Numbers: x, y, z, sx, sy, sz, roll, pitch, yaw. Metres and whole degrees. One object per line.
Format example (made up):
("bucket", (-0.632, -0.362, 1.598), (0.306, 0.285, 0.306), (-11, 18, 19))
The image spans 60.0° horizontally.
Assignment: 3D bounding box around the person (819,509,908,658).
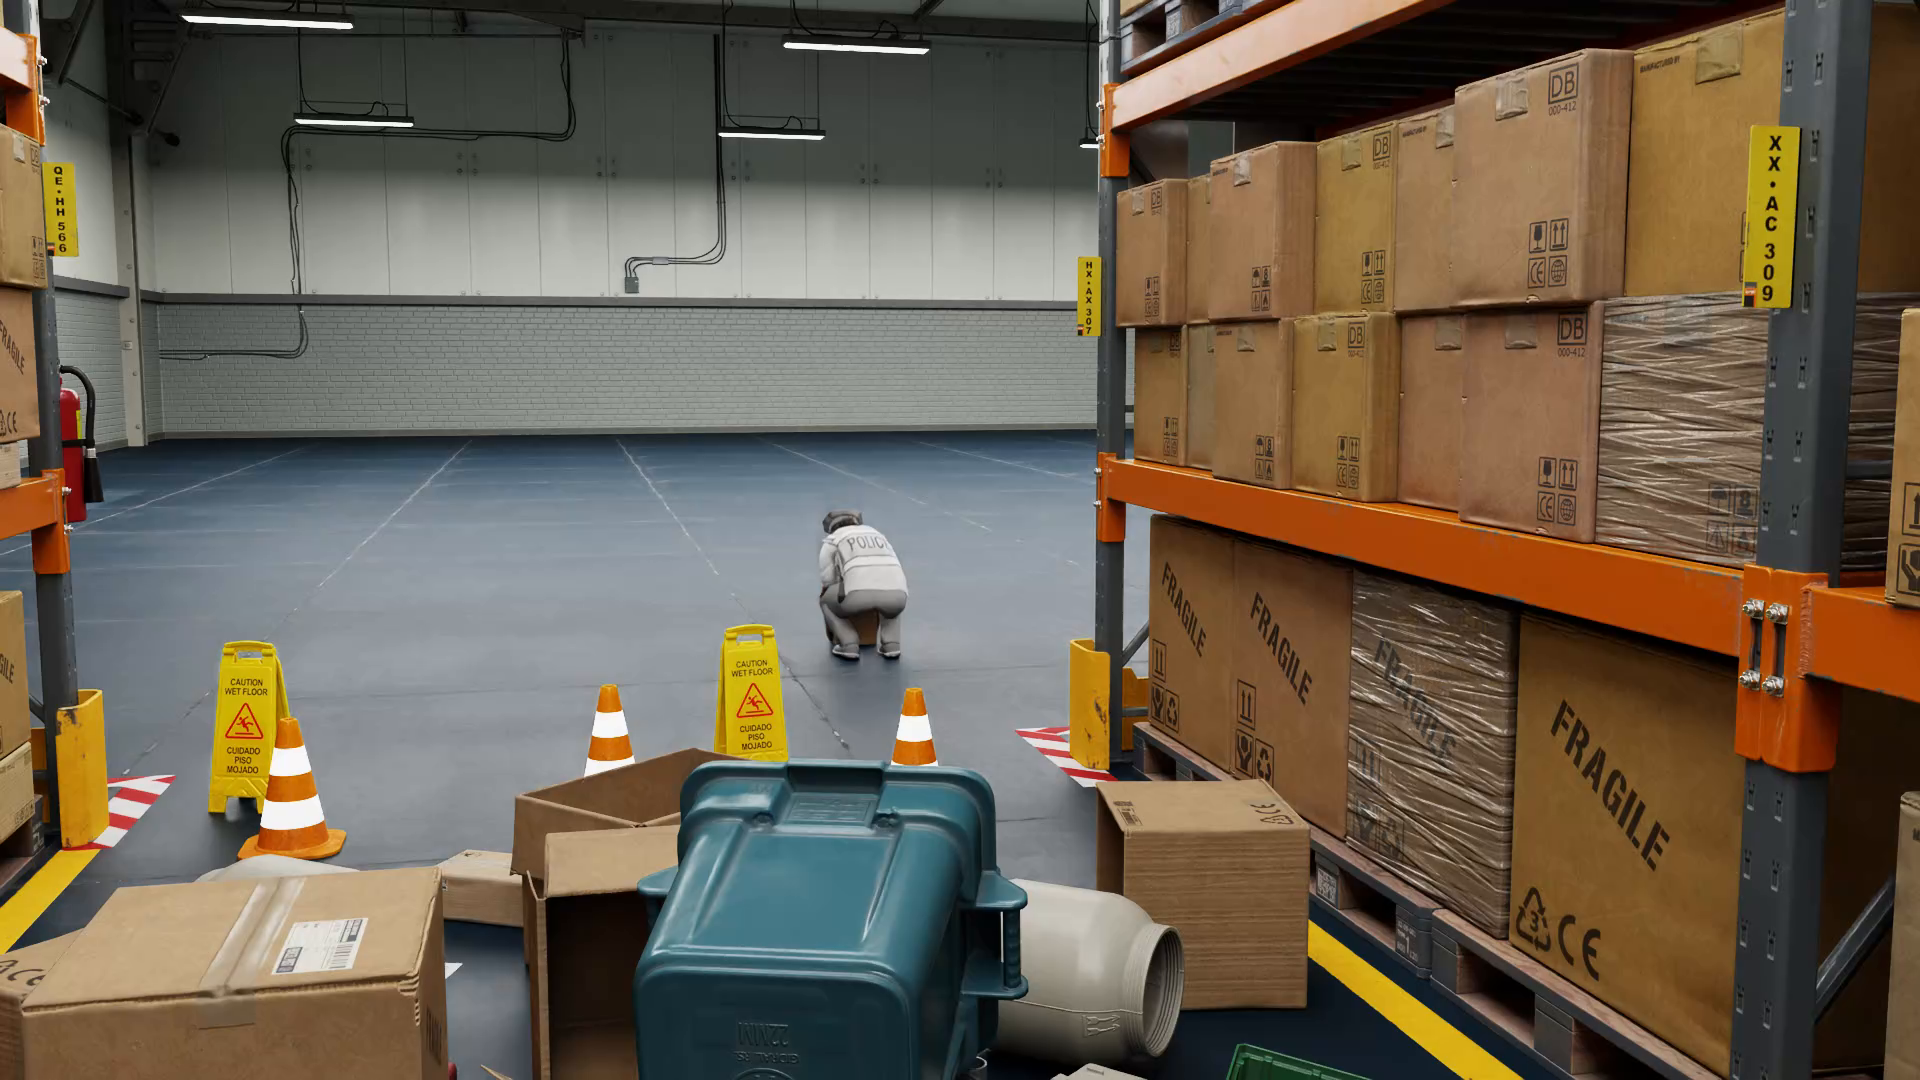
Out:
("person", (-0.578, 0.263, 9.778), (0.480, 0.846, 0.872), (-2, 6, -14))
